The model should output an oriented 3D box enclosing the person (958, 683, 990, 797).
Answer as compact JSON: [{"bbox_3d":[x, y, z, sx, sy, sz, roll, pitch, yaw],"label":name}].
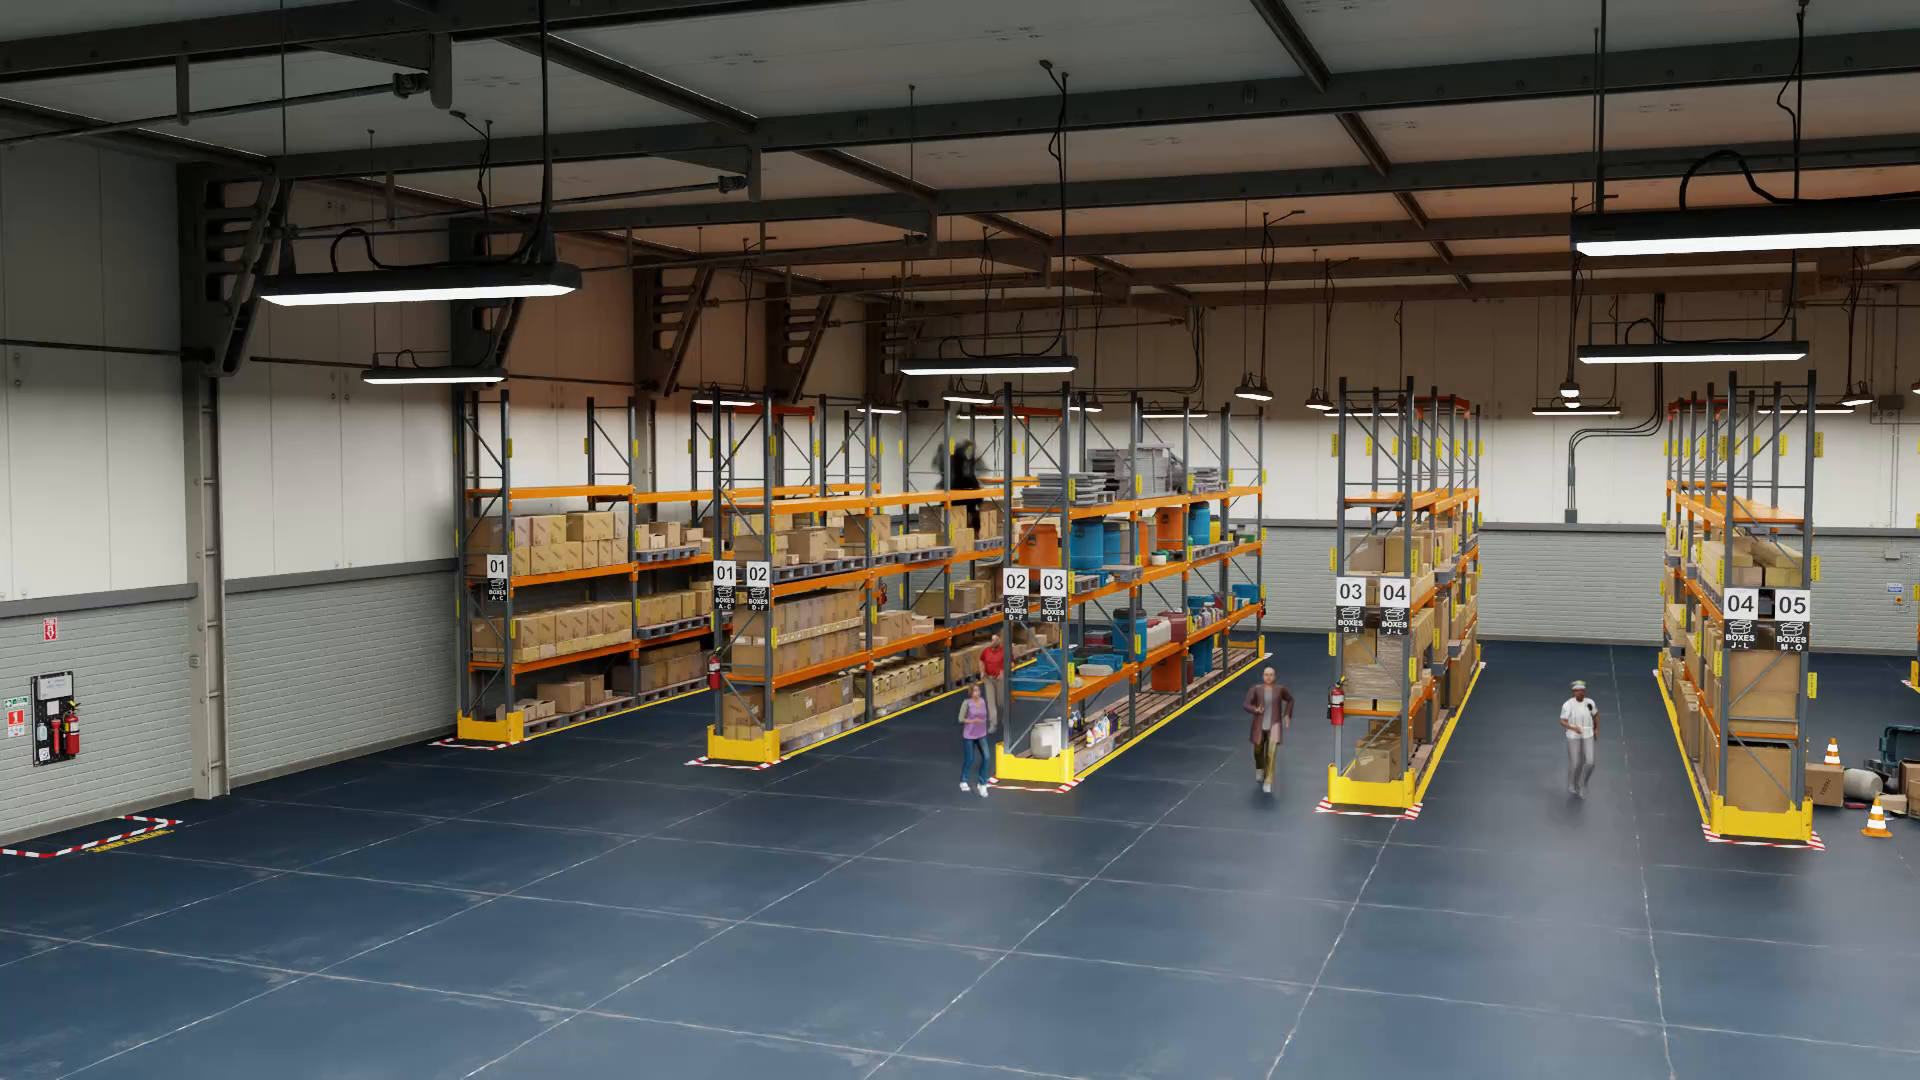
[{"bbox_3d":[0.209,2.883,23.998,0.531,1.646,0.627,-2,4,-26],"label":"person"}]

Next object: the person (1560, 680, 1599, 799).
[{"bbox_3d":[8.907,2.854,23.863,0.576,1.696,0.654,1,3,10],"label":"person"}]

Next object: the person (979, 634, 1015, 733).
[{"bbox_3d":[0.639,2.527,29.548,0.671,1.719,0.774,1,3,14],"label":"person"}]

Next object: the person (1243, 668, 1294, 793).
[{"bbox_3d":[4.522,2.749,24.421,0.736,1.760,1.034,1,3,13],"label":"person"}]
